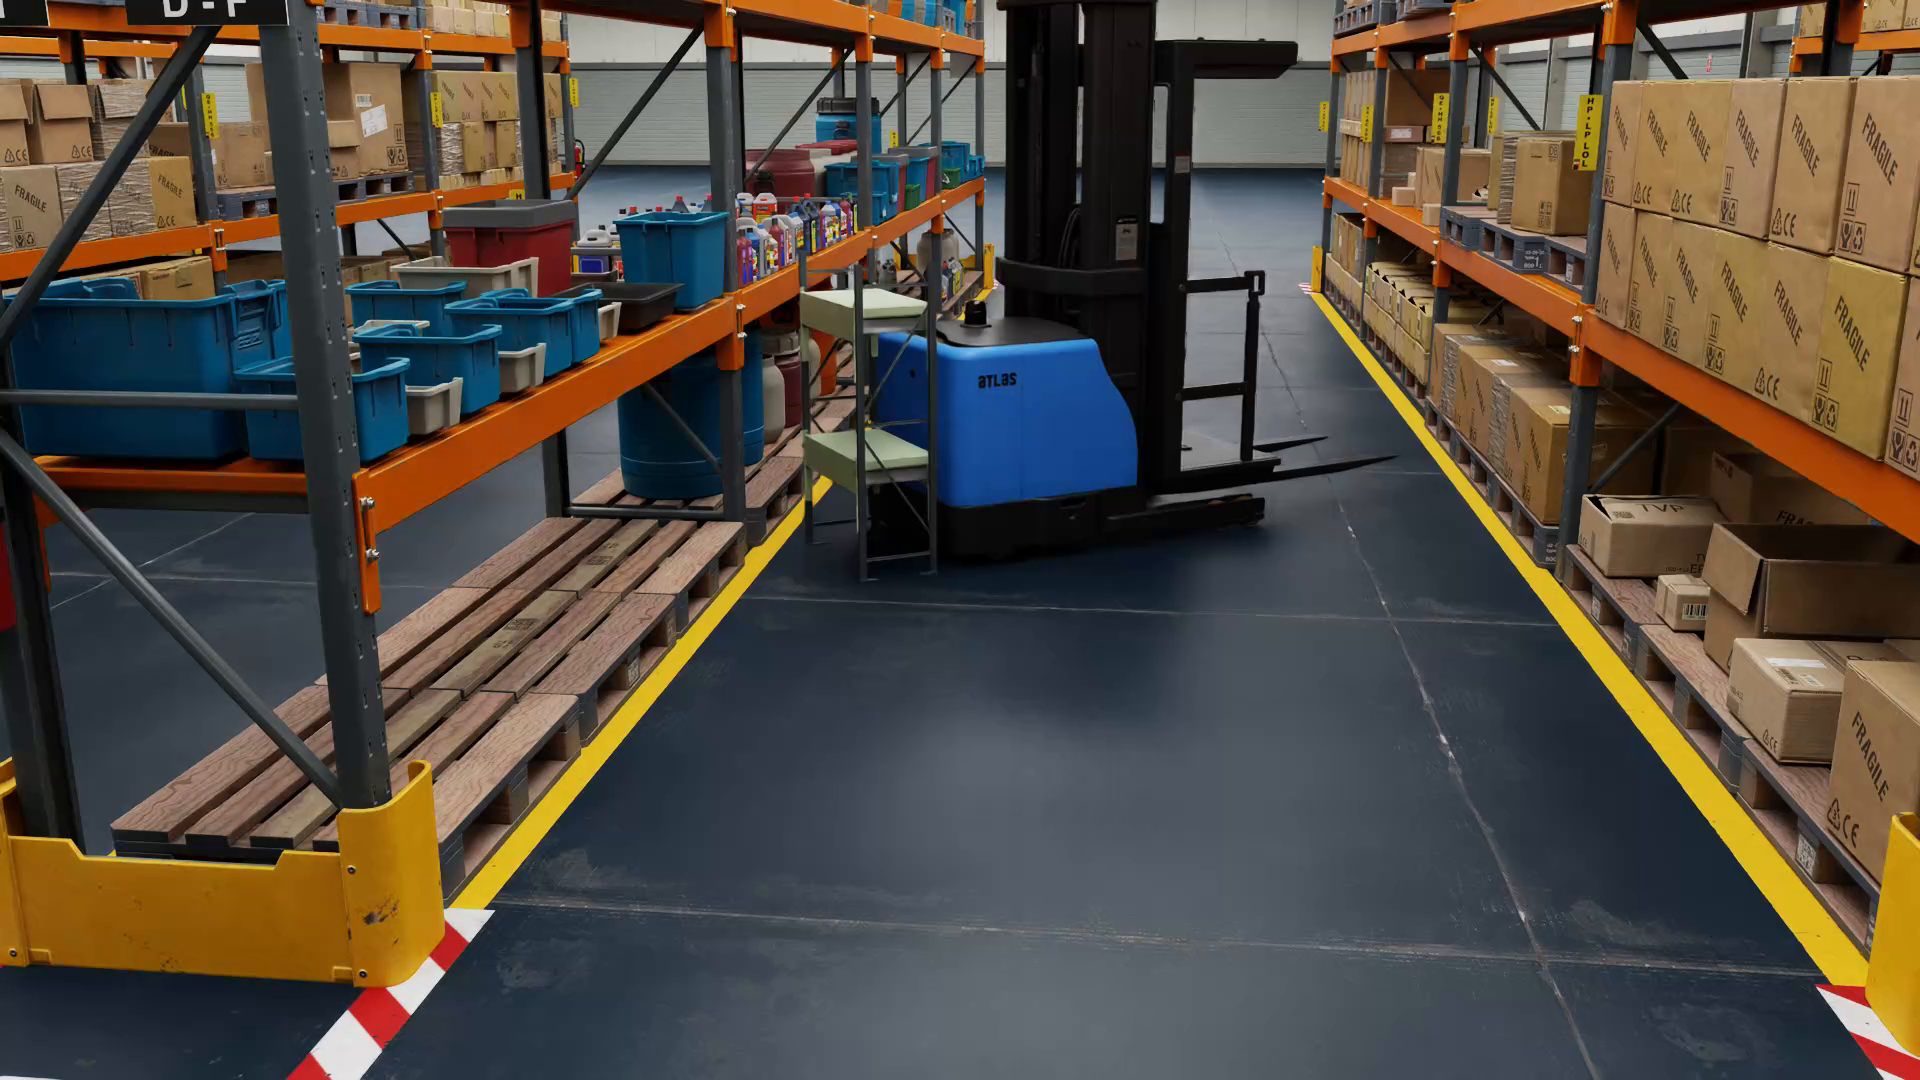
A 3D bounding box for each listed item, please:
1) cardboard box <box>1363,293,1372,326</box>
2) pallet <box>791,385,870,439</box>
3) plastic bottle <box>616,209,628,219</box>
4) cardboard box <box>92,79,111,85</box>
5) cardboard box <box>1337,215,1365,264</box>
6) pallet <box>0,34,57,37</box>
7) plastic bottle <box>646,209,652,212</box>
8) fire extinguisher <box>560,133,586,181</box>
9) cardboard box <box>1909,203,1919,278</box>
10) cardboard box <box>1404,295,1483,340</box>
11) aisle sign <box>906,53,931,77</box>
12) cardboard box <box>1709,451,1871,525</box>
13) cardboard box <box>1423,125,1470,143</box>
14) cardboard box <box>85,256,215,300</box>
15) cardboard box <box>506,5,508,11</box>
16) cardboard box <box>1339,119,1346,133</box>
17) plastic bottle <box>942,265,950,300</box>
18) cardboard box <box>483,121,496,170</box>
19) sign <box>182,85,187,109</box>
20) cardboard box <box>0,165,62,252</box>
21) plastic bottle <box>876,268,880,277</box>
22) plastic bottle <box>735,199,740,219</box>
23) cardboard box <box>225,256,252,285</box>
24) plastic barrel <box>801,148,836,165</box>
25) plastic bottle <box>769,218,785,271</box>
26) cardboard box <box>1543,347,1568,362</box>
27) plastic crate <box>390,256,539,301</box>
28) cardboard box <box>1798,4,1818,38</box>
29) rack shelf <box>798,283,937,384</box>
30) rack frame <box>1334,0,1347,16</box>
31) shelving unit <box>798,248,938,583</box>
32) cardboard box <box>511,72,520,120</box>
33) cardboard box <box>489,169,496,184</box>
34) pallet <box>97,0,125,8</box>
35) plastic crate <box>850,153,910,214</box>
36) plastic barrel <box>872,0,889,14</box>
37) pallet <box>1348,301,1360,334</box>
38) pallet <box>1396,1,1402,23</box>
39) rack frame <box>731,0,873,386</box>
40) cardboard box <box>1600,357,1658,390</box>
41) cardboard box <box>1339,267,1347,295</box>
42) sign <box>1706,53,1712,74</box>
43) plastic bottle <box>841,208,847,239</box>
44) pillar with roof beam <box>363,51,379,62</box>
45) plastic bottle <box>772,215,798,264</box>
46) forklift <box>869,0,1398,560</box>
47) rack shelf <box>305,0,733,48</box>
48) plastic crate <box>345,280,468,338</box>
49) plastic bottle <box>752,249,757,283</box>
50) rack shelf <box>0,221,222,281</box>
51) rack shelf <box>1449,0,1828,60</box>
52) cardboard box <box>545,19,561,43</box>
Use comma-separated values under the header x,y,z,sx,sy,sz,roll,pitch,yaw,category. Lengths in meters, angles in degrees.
x,y,z,sx,sy,sz,roll,pitch,yaw,category
3.954,-2.088,15.102,0.500,0.250,0.500,1,15,5,cardboard box
-1.175,-0.868,11.468,1.003,0.211,1.213,2,15,6,pallet
-1.800,-1.607,8.951,0.144,0.351,0.185,2,15,6,plastic bottle
-10.312,-5.025,19.142,0.875,0.550,0.550,2,15,6,cardboard box
4.317,-3.193,17.750,0.500,0.500,0.500,2,15,6,cardboard box
-10.271,-5.708,18.448,1.003,0.211,1.213,2,15,6,pallet
-1.657,-1.602,8.936,0.144,0.351,0.185,2,15,6,plastic bottle
-4.675,-4.619,20.147,0.296,0.674,0.183,2,15,6,fire extinguisher
2.668,-0.853,3.961,0.500,0.500,0.500,2,15,6,cardboard box
3.661,-1.697,12.581,0.500,0.311,0.500,1,15,5,cardboard box
-0.508,-5.777,19.299,0.394,0.787,0.004,2,15,6,aisle sign
3.560,-0.085,7.176,0.500,0.500,0.500,2,15,6,cardboard box
4.468,-3.736,15.297,0.380,0.149,0.250,2,15,6,cardboard box
-6.147,-1.564,11.967,1.225,0.875,0.875,1,15,4,cardboard box
-5.021,-5.790,18.106,0.380,0.149,0.250,1,15,3,cardboard box
4.438,-4.614,18.544,0.380,0.149,0.250,2,15,6,cardboard box
-0.173,-2.588,16.718,0.144,0.351,0.185,2,15,8,plastic bottle
-5.437,-4.171,17.580,0.875,0.500,0.500,2,15,6,cardboard box
-9.525,-5.467,20.460,0.100,0.325,0.005,2,15,6,sign
-6.034,-2.083,10.427,0.500,0.500,0.500,2,15,7,cardboard box
-0.868,-2.616,16.823,0.144,0.351,0.185,1,15,3,plastic bottle
-1.550,-2.137,11.057,0.152,0.276,0.135,2,15,6,plastic bottle
-6.003,-2.108,13.221,0.500,0.250,0.500,2,15,9,cardboard box
-1.176,-2.856,13.264,0.421,0.512,0.421,0,15,0,plastic barrel
-1.013,-1.639,9.200,0.061,0.283,0.133,2,15,6,plastic bottle
3.863,-0.895,10.171,0.500,0.500,0.500,1,15,4,cardboard box
-1.934,-0.964,6.591,0.437,0.282,0.530,2,15,6,plastic crate
9.333,-5.629,17.758,0.500,0.500,0.500,2,15,8,cardboard box
-0.454,-1.008,8.020,0.431,0.370,0.720,-7,17,-24,rack shelf
4.697,-7.244,18.212,1.000,3.000,0.127,2,15,6,rack frame
-0.454,-0.631,8.122,0.431,1.500,0.755,-7,17,-24,shelving unit
-5.072,-4.906,18.381,0.500,0.500,0.500,2,15,6,cardboard box
-5.158,-3.854,17.648,0.380,0.149,0.250,2,15,6,cardboard box
-6.069,-3.754,11.414,1.213,0.211,1.003,2,15,9,pallet
-0.641,-2.861,13.373,0.402,0.464,0.583,2,15,6,plastic crate
-0.819,-4.316,12.172,0.600,0.901,0.600,0,15,0,plastic barrel
4.377,-2.169,16.280,1.003,0.211,1.213,2,15,6,pallet
4.159,-4.437,13.944,0.805,0.209,1.217,1,15,4,pallet
-1.127,-2.420,11.864,1.000,3.000,0.127,2,15,6,rack frame
3.752,-0.981,9.052,0.500,0.250,0.500,2,15,6,cardboard box
4.244,-2.702,17.370,0.500,0.250,0.500,2,15,6,cardboard box
11.493,-7.310,25.508,0.001,0.298,0.199,2,15,6,sign
-0.806,-2.117,11.126,0.097,0.201,0.097,0,15,0,plastic bottle
-13.236,-15.474,48.647,9.100,9.000,0.400,2,15,6,pillar with roof beam
-1.017,-1.732,9.557,0.152,0.276,0.135,2,15,6,plastic bottle
1.053,-1.572,8.861,3.031,2.935,1.130,-8,17,-28,forklift
-1.804,-1.964,5.812,1.077,0.370,4.000,2,15,6,rack shelf
-2.053,-0.833,6.203,0.416,0.233,0.300,2,15,6,plastic crate
-1.103,-1.434,8.600,0.097,0.201,0.097,0,15,0,plastic bottle
-6.274,-1.700,10.580,1.077,0.370,4.000,2,15,6,rack shelf
3.568,-2.855,9.105,1.077,0.370,4.000,2,15,6,rack shelf
-4.948,-5.884,19.215,0.500,0.250,0.500,2,15,8,cardboard box
